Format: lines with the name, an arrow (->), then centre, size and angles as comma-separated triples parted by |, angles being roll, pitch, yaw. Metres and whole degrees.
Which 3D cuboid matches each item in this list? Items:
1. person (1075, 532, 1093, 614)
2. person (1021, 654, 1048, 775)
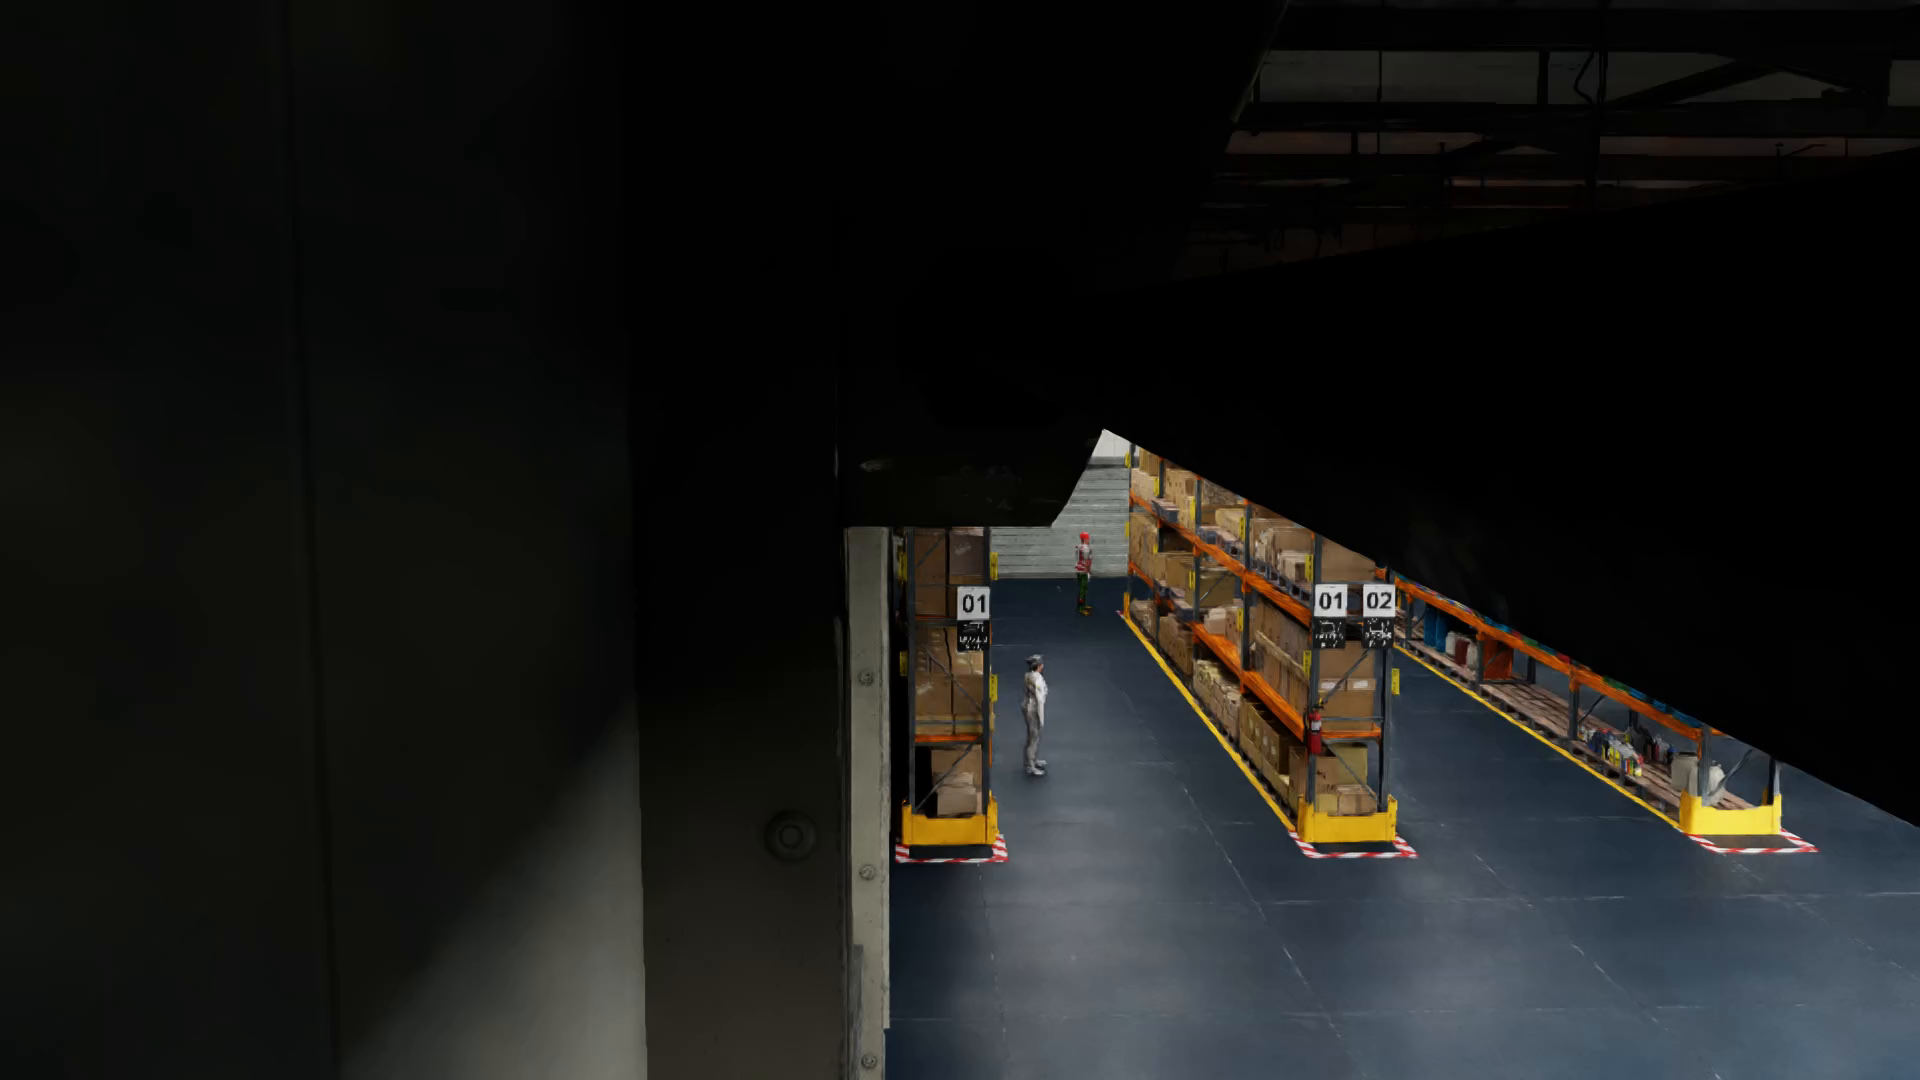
person -> 2.783, 0.711, 36.819 | 0.466, 1.794, 0.629 | -2, 8, -15
person -> 1.095, 2.458, 23.700 | 0.433, 1.684, 0.550 | -2, 8, -19
